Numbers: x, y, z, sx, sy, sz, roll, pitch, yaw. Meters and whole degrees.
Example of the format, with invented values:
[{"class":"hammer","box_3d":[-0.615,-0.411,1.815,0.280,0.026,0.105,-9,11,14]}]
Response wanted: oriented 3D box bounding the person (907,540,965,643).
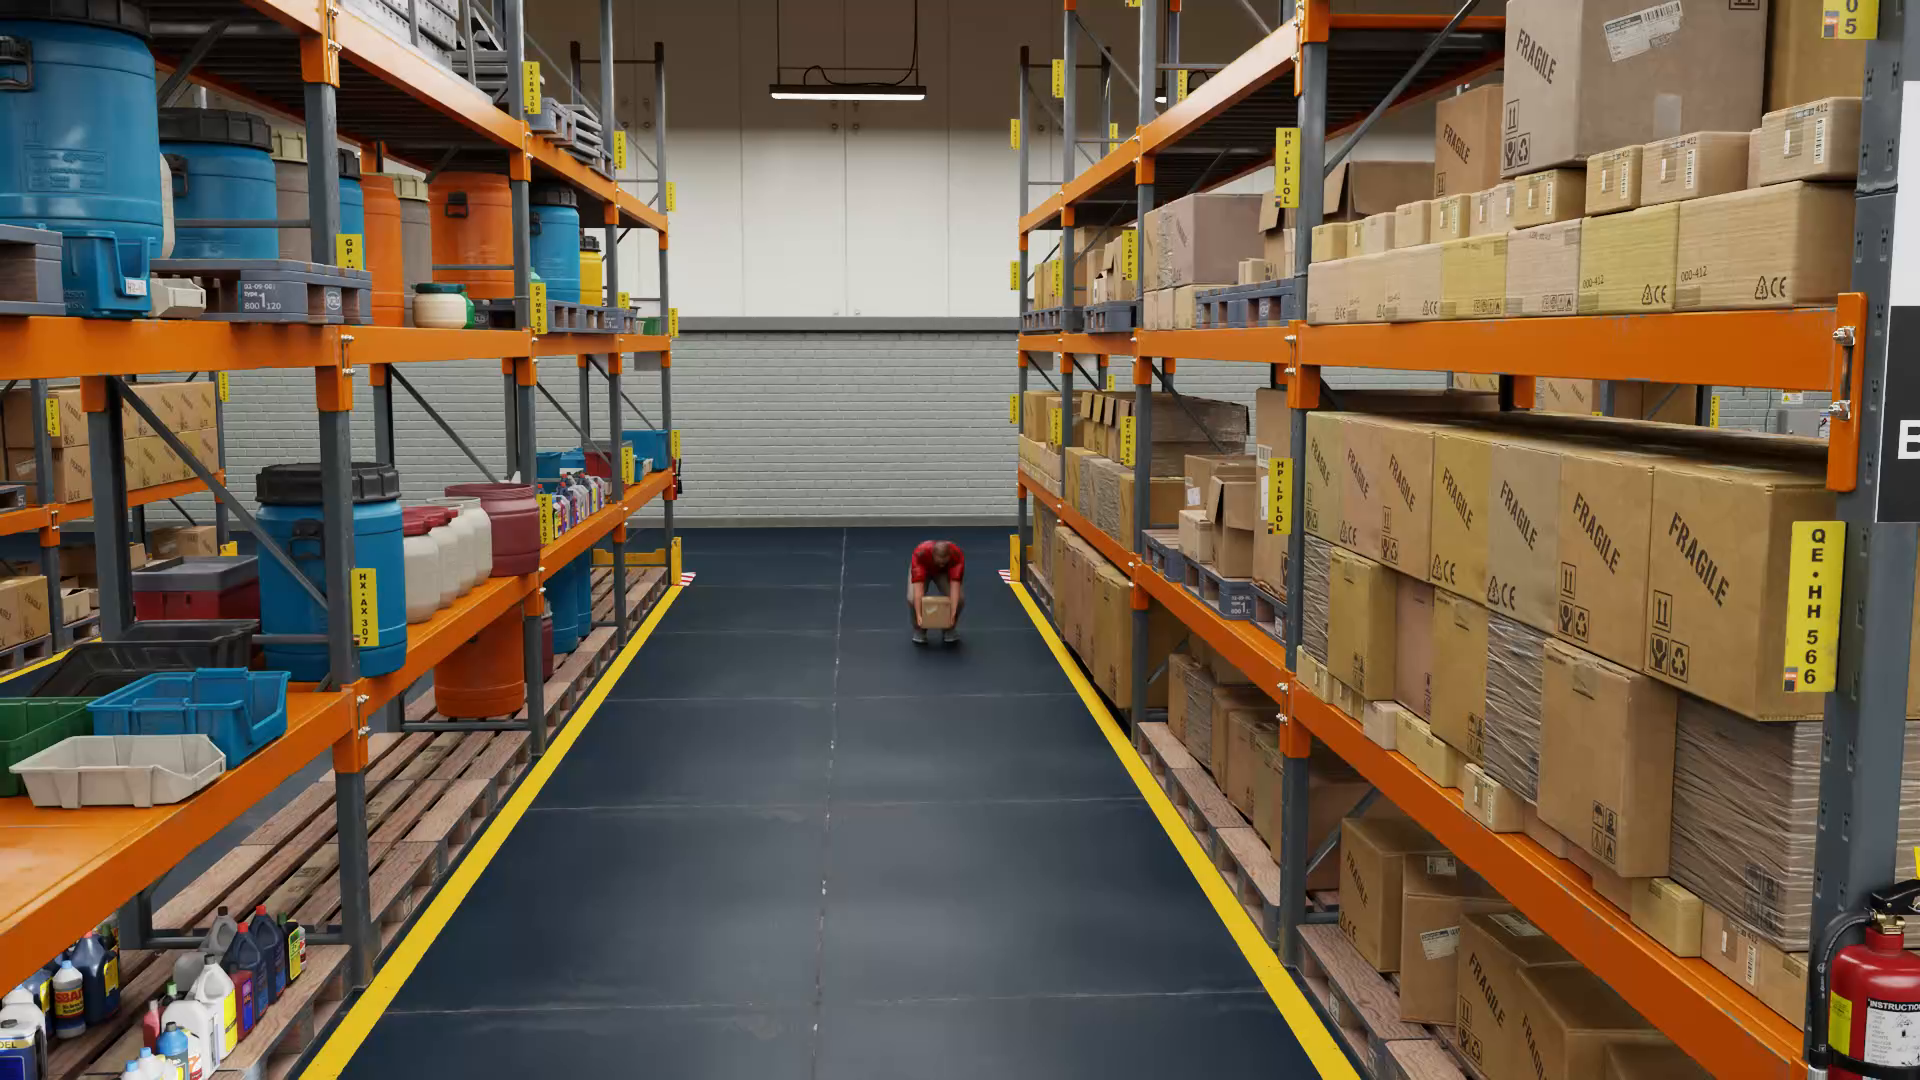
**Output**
[{"class":"person","box_3d":[-0.218,0.454,15.156,0.536,0.987,0.934,-1,7,-6]}]
